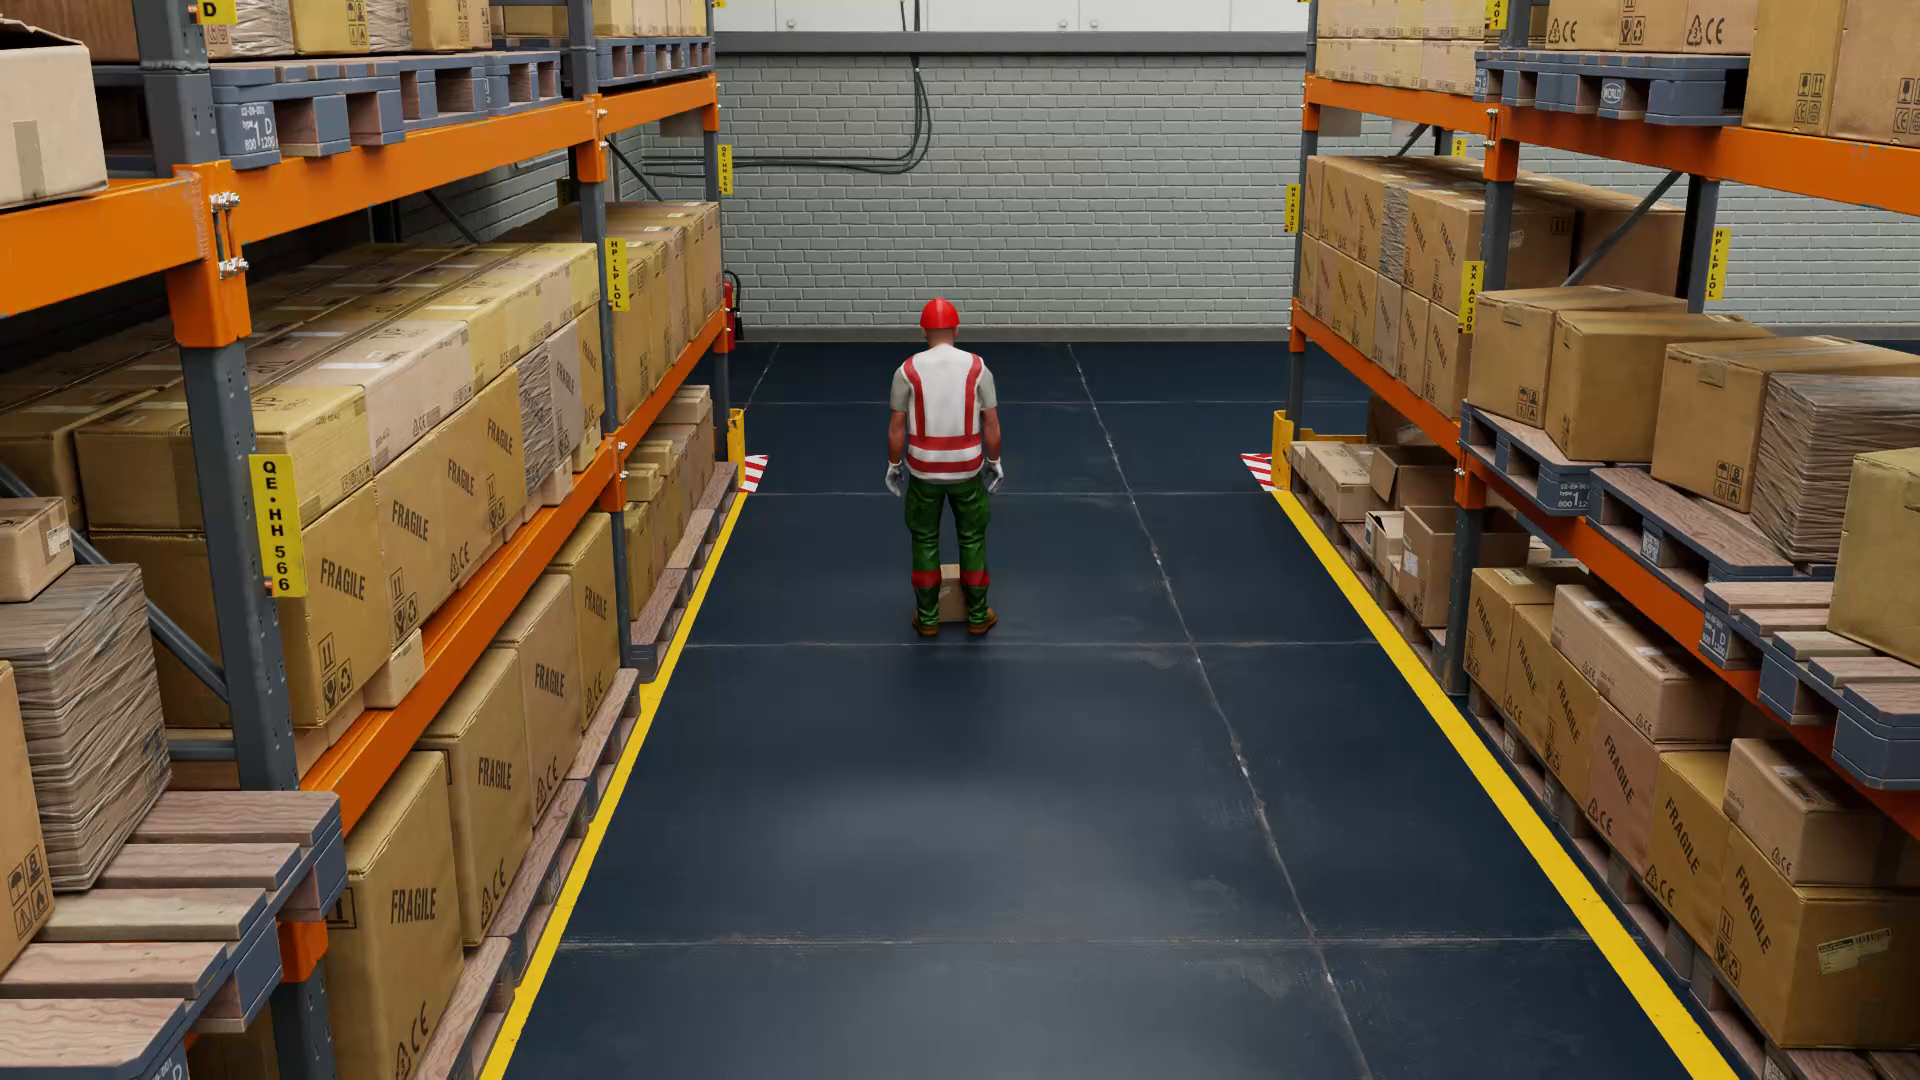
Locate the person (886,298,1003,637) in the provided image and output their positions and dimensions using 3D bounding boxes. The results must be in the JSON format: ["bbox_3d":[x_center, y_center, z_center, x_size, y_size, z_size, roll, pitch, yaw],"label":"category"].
[{"bbox_3d":[-0.080,-0.373,8.742,0.623,1.779,0.452,-1,17,-2],"label":"person"}]
